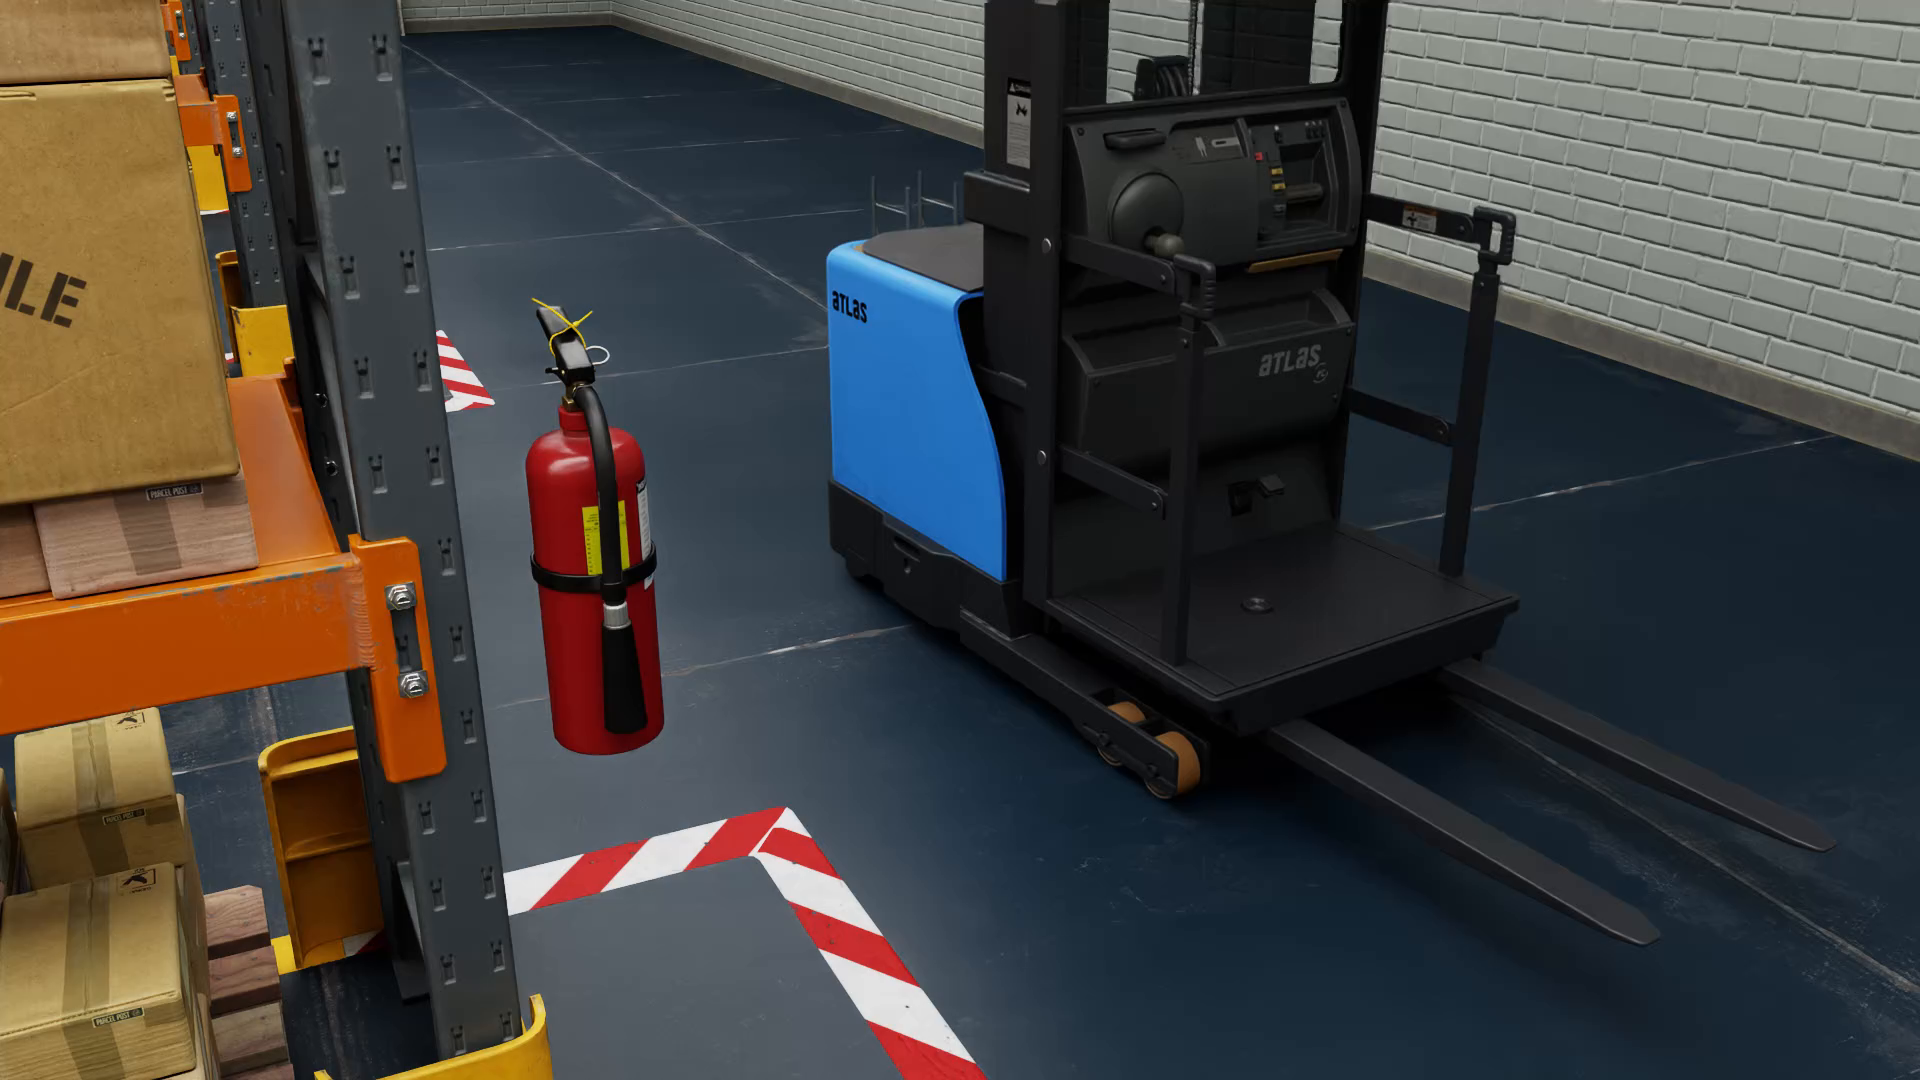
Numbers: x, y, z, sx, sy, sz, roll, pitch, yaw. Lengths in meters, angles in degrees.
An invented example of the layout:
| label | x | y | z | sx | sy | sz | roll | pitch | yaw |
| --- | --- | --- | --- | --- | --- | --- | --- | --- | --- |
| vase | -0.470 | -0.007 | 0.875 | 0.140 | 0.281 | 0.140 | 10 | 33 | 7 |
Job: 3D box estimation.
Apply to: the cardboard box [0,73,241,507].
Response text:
| label | x | y | z | sx | sy | sz | roll | pitch | yaw |
| --- | --- | --- | --- | --- | --- | --- | --- | --- | --- |
| cardboard box | -1.264 | -0.361 | 2.180 | 0.500 | 0.500 | 0.500 | -10 | 24 | -23 |

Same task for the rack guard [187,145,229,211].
| label | x | y | z | sx | sy | sz | roll | pitch | yaw |
| --- | --- | --- | --- | --- | --- | --- | --- | --- | --- |
| rack guard | -5.163 | -2.627 | 11.443 | 0.348 | 0.500 | 1.175 | -10 | 25 | -24 |

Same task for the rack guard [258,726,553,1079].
| label | x | y | z | sx | sy | sz | roll | pitch | yaw |
| --- | --- | --- | --- | --- | --- | --- | --- | --- | --- |
| rack guard | -1.040 | 0.827 | 3.098 | 0.348 | 0.500 | 1.175 | -10 | 25 | -24 |

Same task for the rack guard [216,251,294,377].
| label | x | y | z | sx | sy | sz | roll | pitch | yaw |
| --- | --- | --- | --- | --- | --- | --- | --- | --- | --- |
| rack guard | -3.010 | -0.916 | 7.308 | 0.348 | 0.500 | 1.175 | -10 | 25 | -24 |

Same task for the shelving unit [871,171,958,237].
| label | x | y | z | sx | sy | sz | roll | pitch | yaw |
| --- | --- | --- | --- | --- | --- | --- | --- | --- | --- |
| shelving unit | -0.150 | -0.635 | 5.714 | 0.189 | 1.200 | 0.258 | -14 | 26 | -30 |

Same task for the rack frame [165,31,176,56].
| label | x | y | z | sx | sy | sz | roll | pitch | yaw |
| --- | --- | --- | --- | --- | --- | --- | --- | --- | --- |
| rack frame | -7.324 | -5.481 | 15.070 | 0.127 | 3.000 | 1.000 | -10 | 25 | -24 |

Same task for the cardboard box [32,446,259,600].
| label | x | y | z | sx | sy | sz | roll | pitch | yaw |
| --- | --- | --- | --- | --- | --- | --- | --- | --- | --- |
| cardboard box | -1.142 | -0.073 | 2.333 | 0.250 | 0.149 | 0.380 | -10 | 25 | -24 |

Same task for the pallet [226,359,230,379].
| label | x | y | z | sx | sy | sz | roll | pitch | yaw |
| --- | --- | --- | --- | --- | --- | --- | --- | --- | --- |
| pallet | -3.718 | -0.619 | 6.968 | 1.213 | 0.211 | 1.003 | -10 | 25 | -24 |

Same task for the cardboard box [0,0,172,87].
| label | x | y | z | sx | sy | sz | roll | pitch | yaw |
| --- | --- | --- | --- | --- | --- | --- | --- | --- | --- |
| cardboard box | -1.276 | -0.824 | 1.993 | 0.500 | 0.500 | 0.500 | -11 | 25 | -25 |

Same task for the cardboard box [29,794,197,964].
| label | x | y | z | sx | sy | sz | roll | pitch | yaw |
| --- | --- | --- | --- | --- | --- | --- | --- | --- | --- |
| cardboard box | -1.555 | 0.644 | 3.062 | 0.250 | 0.149 | 0.380 | -9 | 24 | -21 |

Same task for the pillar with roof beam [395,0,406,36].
| label | x | y | z | sx | sy | sz | roll | pitch | yaw |
| --- | --- | --- | --- | --- | --- | --- | --- | --- | --- |
| pillar with roof beam | -5.551 | -9.222 | 16.263 | 0.400 | 9.000 | 9.100 | -10 | 25 | -24 |

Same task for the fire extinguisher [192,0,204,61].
| label | x | y | z | sx | sy | sz | roll | pitch | yaw |
| --- | --- | --- | --- | --- | --- | --- | --- | --- | --- |
| fire extinguisher | -4.846 | -3.434 | 10.712 | 0.183 | 0.674 | 0.296 | -10 | 25 | -24 |

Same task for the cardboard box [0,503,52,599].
| label | x | y | z | sx | sy | sz | roll | pitch | yaw |
| --- | --- | --- | --- | --- | --- | --- | --- | --- | --- |
| cardboard box | -1.383 | -0.045 | 2.264 | 0.250 | 0.149 | 0.380 | -10 | 25 | -24 |

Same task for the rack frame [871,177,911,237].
| label | x | y | z | sx | sy | sz | roll | pitch | yaw |
| --- | --- | --- | --- | --- | --- | --- | --- | --- | --- |
| rack frame | -0.227 | -0.616 | 5.668 | 0.006 | 1.200 | 0.240 | -14 | 26 | -30 |

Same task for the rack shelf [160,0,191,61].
| label | x | y | z | sx | sy | sz | roll | pitch | yaw |
| --- | --- | --- | --- | --- | --- | --- | --- | --- | --- |
| rack shelf | -6.981 | -3.109 | 10.280 | 4.000 | 0.370 | 1.077 | -10 | 25 | -24 |

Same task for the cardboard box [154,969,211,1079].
| label | x | y | z | sx | sy | sz | roll | pitch | yaw |
| --- | --- | --- | --- | --- | --- | --- | --- | --- | --- |
| cardboard box | -1.323 | 0.831 | 2.610 | 0.250 | 0.149 | 0.380 | -11 | 25 | -25 |

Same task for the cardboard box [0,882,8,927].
| label | x | y | z | sx | sy | sz | roll | pitch | yaw |
| --- | --- | --- | --- | --- | --- | --- | --- | --- | --- |
| cardboard box | -1.589 | 0.705 | 2.526 | 0.250 | 0.149 | 0.380 | -10 | 24 | -23 |

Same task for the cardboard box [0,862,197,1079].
| label | x | y | z | sx | sy | sz | roll | pitch | yaw |
| --- | --- | --- | --- | --- | --- | --- | --- | --- | --- |
| cardboard box | -1.338 | 0.683 | 2.579 | 0.250 | 0.149 | 0.380 | -10 | 25 | -23 |

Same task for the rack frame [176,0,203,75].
| label | x | y | z | sx | sy | sz | roll | pitch | yaw |
| --- | --- | --- | --- | --- | --- | --- | --- | --- | --- |
| rack frame | -5.179 | -3.773 | 10.944 | 0.127 | 3.000 | 1.000 | -10 | 25 | -24 |

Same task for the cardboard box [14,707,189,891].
| label | x | y | z | sx | sy | sz | roll | pitch | yaw |
| --- | --- | --- | --- | --- | --- | --- | --- | --- | --- |
| cardboard box | -1.591 | 0.478 | 3.075 | 0.250 | 0.149 | 0.380 | -12 | 25 | -26 |

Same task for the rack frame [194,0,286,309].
| label | x | y | z | sx | sy | sz | roll | pitch | yaw |
| --- | --- | --- | --- | --- | --- | --- | --- | --- | --- |
| rack frame | -3.031 | -2.067 | 6.821 | 0.127 | 3.000 | 1.000 | -10 | 25 | -24 |

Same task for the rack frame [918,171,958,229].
| label | x | y | z | sx | sy | sz | roll | pitch | yaw |
| --- | --- | --- | --- | --- | --- | --- | --- | --- | --- |
| rack frame | -0.073 | -0.654 | 5.760 | 0.006 | 1.200 | 0.240 | -14 | 26 | -30 |

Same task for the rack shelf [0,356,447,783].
| label | x | y | z | sx | sy | sz | roll | pitch | yaw |
| --- | --- | --- | --- | --- | --- | --- | --- | --- | --- |
| rack shelf | -2.773 | 0.324 | 1.987 | 4.000 | 0.370 | 1.077 | -10 | 25 | -24 |

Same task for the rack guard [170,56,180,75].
| label | x | y | z | sx | sy | sz | roll | pitch | yaw |
| --- | --- | --- | --- | --- | --- | --- | --- | --- | --- |
| rack guard | -7.393 | -4.314 | 15.517 | 0.348 | 0.500 | 1.175 | -10 | 25 | -24 |

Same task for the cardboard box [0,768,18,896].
| label | x | y | z | sx | sy | sz | roll | pitch | yaw |
| --- | --- | --- | --- | --- | --- | --- | --- | --- | --- |
| cardboard box | -1.787 | 0.565 | 2.864 | 0.250 | 0.149 | 0.380 | -10 | 24 | -23 |

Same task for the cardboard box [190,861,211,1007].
| label | x | y | z | sx | sy | sz | roll | pitch | yaw |
| --- | --- | --- | --- | --- | --- | --- | --- | --- | --- |
| cardboard box | -1.582 | 0.759 | 3.172 | 0.250 | 0.149 | 0.380 | -10 | 24 | -23 |

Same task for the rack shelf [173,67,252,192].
| label | x | y | z | sx | sy | sz | roll | pitch | yaw |
| --- | --- | --- | --- | --- | --- | --- | --- | --- | --- |
| rack shelf | -4.833 | -1.402 | 6.157 | 4.000 | 0.370 | 1.077 | -10 | 25 | -24 |

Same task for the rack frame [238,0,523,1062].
| label | x | y | z | sx | sy | sz | roll | pitch | yaw |
| --- | --- | --- | --- | --- | --- | --- | --- | --- | --- |
| rack frame | -0.971 | -0.340 | 2.651 | 0.127 | 3.000 | 1.000 | -10 | 25 | -24 |

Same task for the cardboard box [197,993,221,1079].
| label | x | y | z | sx | sy | sz | roll | pitch | yaw |
| --- | --- | --- | --- | --- | --- | --- | --- | --- | --- |
| cardboard box | -1.355 | 0.942 | 2.731 | 0.250 | 0.149 | 0.380 | -10 | 25 | -23 |

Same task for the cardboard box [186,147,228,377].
| label | x | y | z | sx | sy | sz | roll | pitch | yaw |
| --- | --- | --- | --- | --- | --- | --- | --- | --- | --- |
| cardboard box | -3.573 | -1.145 | 6.824 | 0.875 | 0.875 | 0.875 | -10 | 25 | -24 |

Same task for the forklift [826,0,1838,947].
| label | x | y | z | sx | sy | sz | roll | pitch | yaw |
| --- | --- | --- | --- | --- | --- | --- | --- | --- | --- |
| forklift | 0.792 | -0.910 | 4.116 | 1.130 | 2.935 | 3.031 | -14 | 26 | -30 |

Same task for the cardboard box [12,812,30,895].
| label | x | y | z | sx | sy | sz | roll | pitch | yaw |
| --- | --- | --- | --- | --- | --- | --- | --- | --- | --- |
| cardboard box | -1.826 | 0.670 | 3.000 | 0.250 | 0.149 | 0.380 | -11 | 25 | -24 |

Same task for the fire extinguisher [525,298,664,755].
| label | x | y | z | sx | sy | sz | roll | pitch | yaw |
| --- | --- | --- | --- | --- | --- | --- | --- | --- | --- |
| fire extinguisher | -0.544 | -0.015 | 2.453 | 0.183 | 0.674 | 0.296 | -10 | 25 | -24 |

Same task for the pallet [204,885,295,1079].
| label | x | y | z | sx | sy | sz | roll | pitch | yaw |
| --- | --- | --- | --- | --- | --- | --- | --- | --- | --- |
| pallet | -1.787 | 1.083 | 2.857 | 1.213 | 0.211 | 1.003 | -10 | 25 | -24 |
